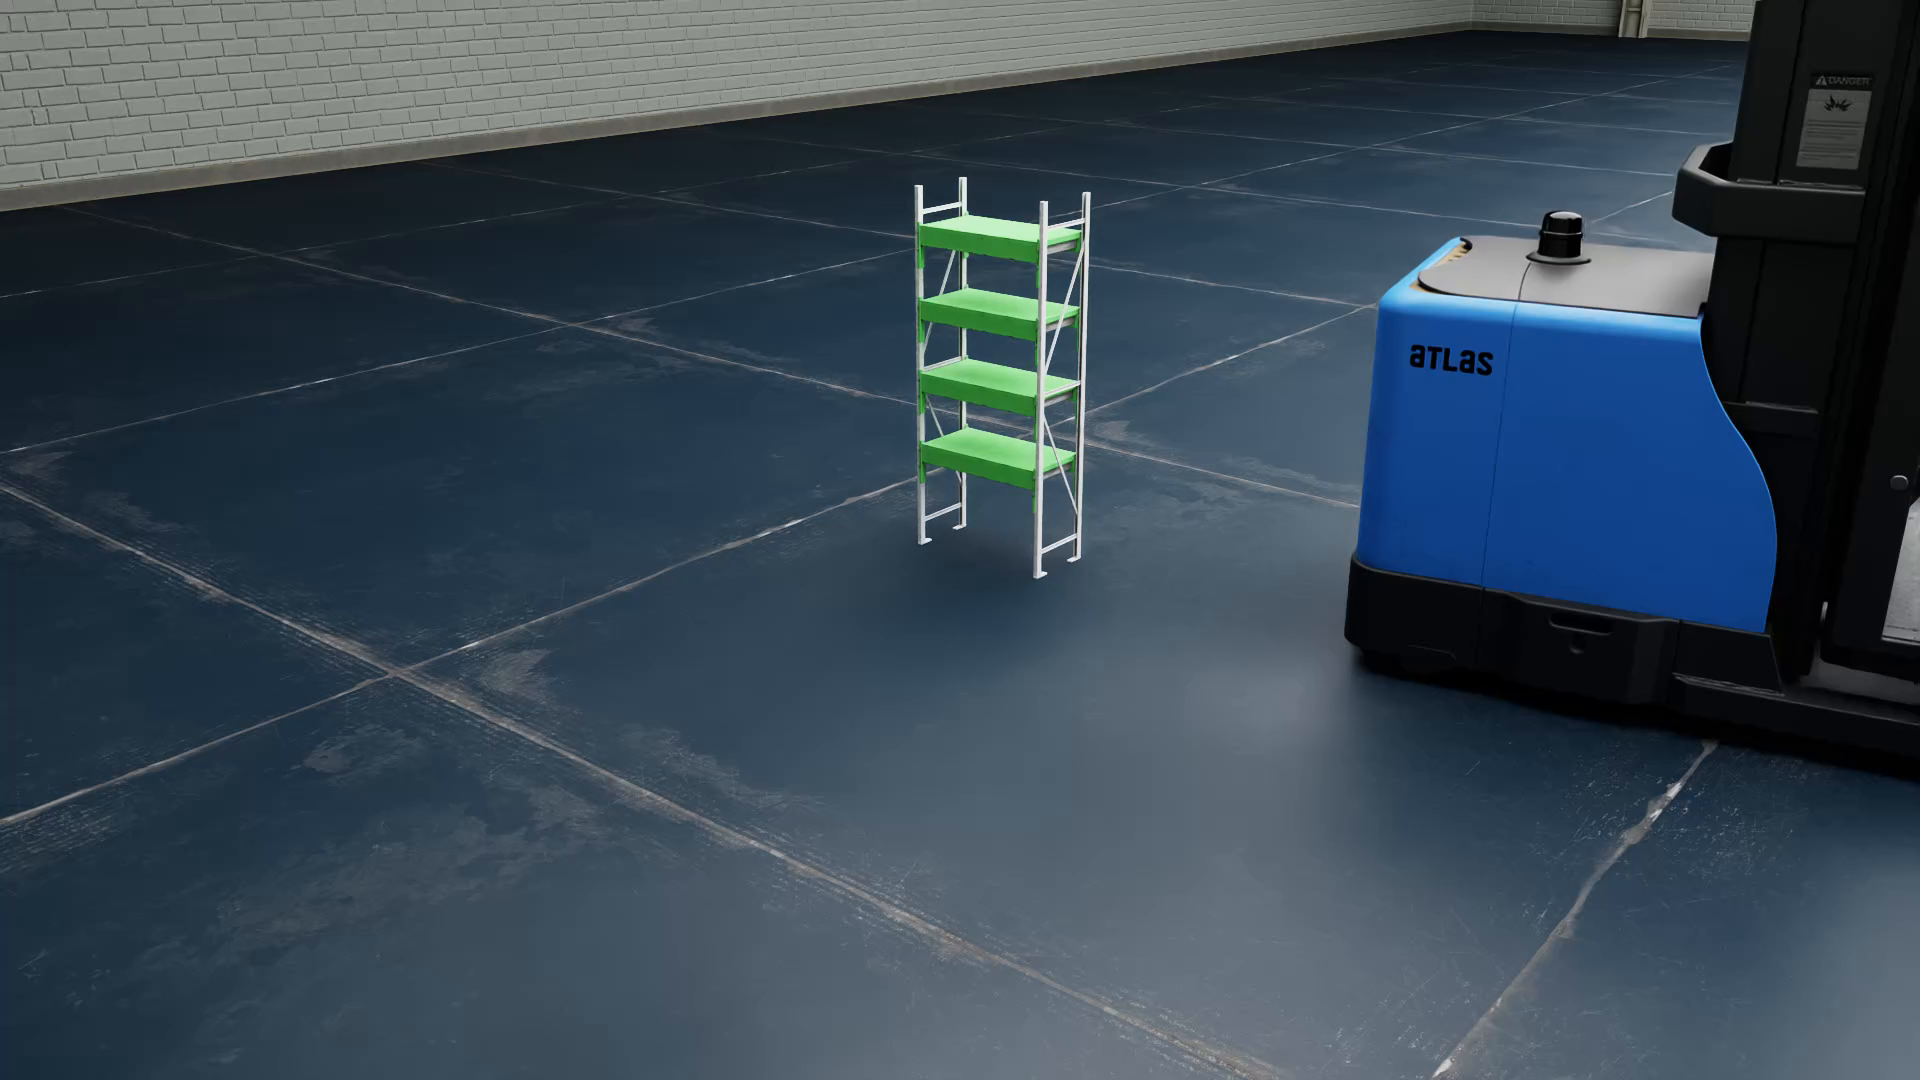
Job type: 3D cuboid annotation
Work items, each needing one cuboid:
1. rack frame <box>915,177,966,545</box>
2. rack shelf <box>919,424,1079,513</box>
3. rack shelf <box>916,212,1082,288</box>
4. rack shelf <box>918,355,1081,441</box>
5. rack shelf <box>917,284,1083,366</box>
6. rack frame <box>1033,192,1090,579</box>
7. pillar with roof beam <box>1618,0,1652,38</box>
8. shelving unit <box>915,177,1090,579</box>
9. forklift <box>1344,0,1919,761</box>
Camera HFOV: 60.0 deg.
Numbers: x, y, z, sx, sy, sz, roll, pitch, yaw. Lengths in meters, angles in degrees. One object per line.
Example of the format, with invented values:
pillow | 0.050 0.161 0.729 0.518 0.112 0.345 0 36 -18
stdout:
rack frame | -0.061 -0.579 5.503 0.015 1.200 0.240 16 26 36
rack shelf | 0.128 -0.240 5.466 0.480 0.148 0.258 16 26 36
rack shelf | 0.128 -0.914 5.212 0.480 0.148 0.258 16 26 36
rack shelf | 0.128 -0.465 5.381 0.480 0.148 0.258 16 26 36
rack shelf | 0.128 -0.689 5.296 0.480 0.148 0.258 16 26 36
rack frame | 0.317 -0.470 5.214 0.015 1.200 0.240 16 26 36
pillar with roof beam | 8.864 -11.701 23.945 0.400 9.000 9.100 16 26 36
shelving unit | 0.128 -0.524 5.359 0.503 1.200 0.258 16 26 36
forklift | 2.647 -0.935 3.993 3.031 2.935 1.130 10 23 25
